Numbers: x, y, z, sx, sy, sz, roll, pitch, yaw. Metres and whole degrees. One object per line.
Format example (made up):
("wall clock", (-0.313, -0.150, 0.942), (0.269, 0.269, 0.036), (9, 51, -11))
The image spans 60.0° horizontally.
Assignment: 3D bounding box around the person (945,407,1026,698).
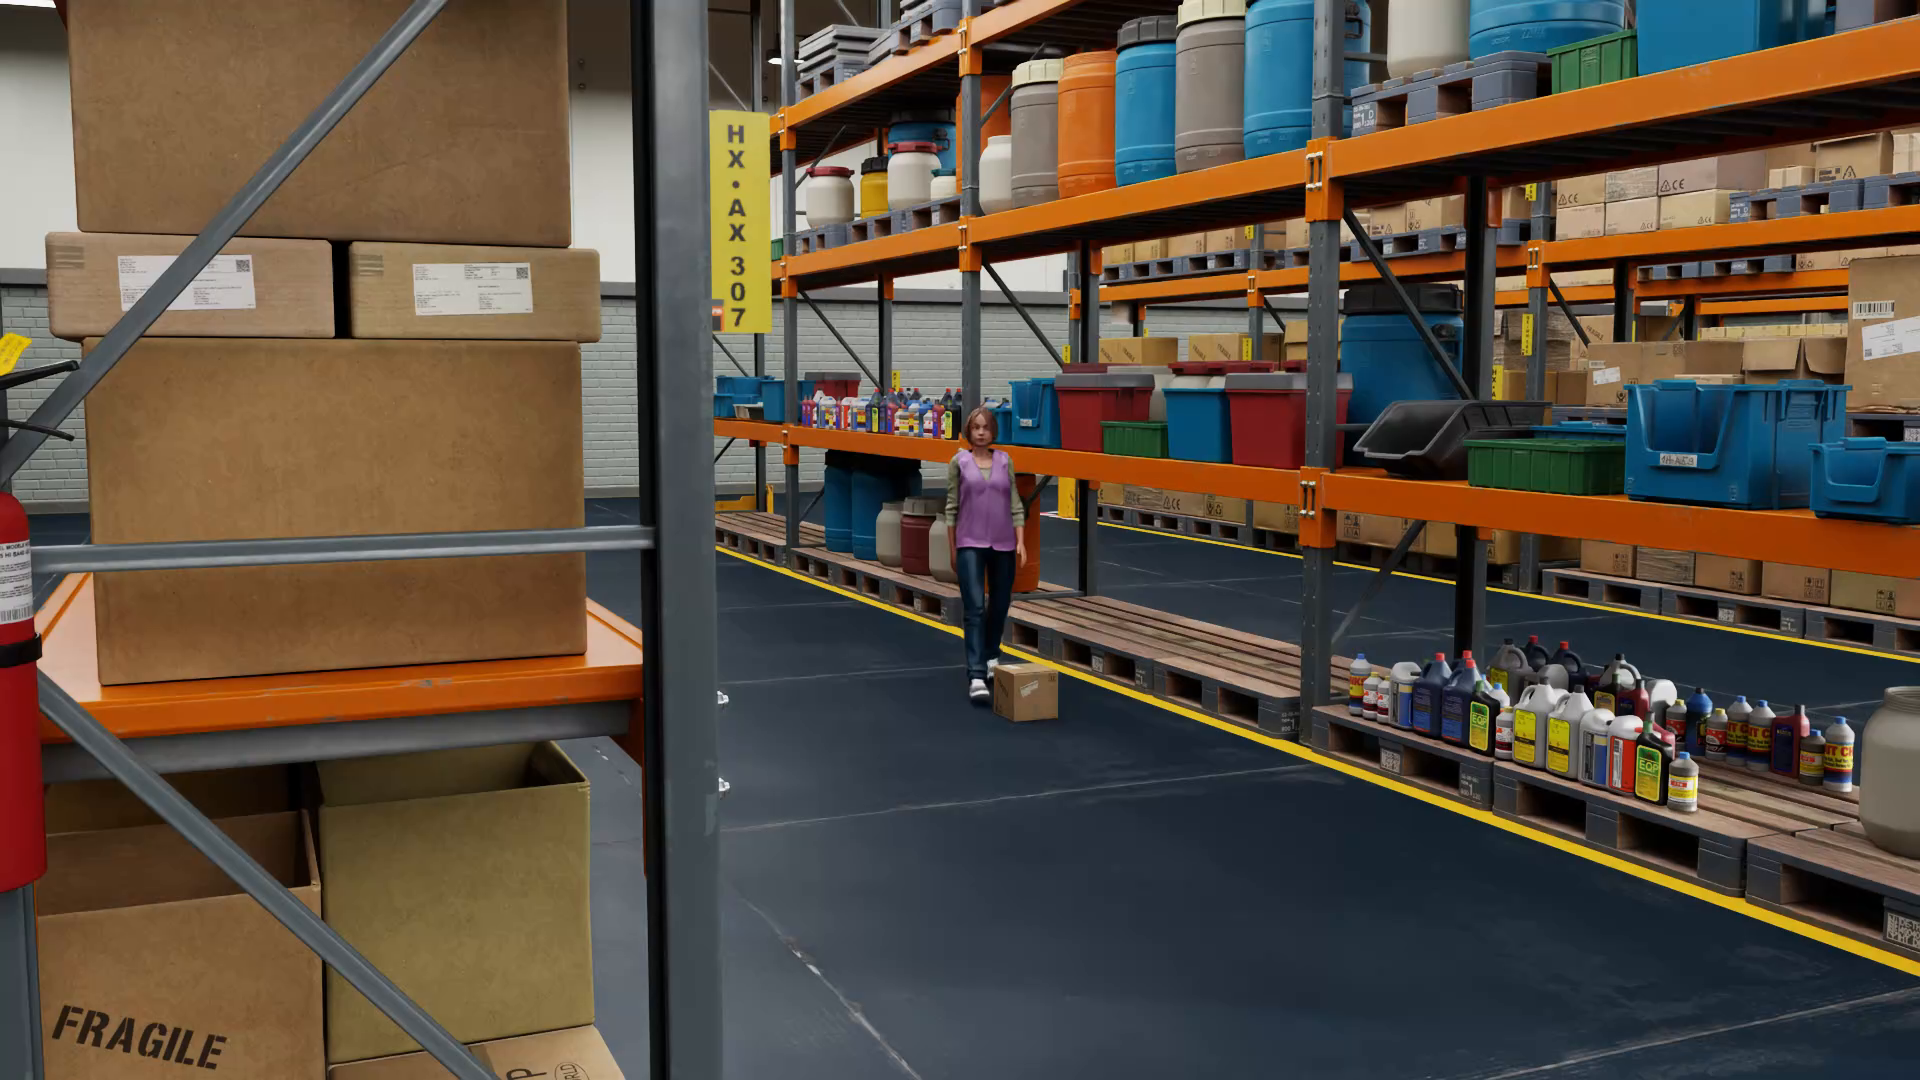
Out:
("person", (0.153, 0.049, 9.148), (0.418, 1.554, 0.846), (-1, 6, -13))
